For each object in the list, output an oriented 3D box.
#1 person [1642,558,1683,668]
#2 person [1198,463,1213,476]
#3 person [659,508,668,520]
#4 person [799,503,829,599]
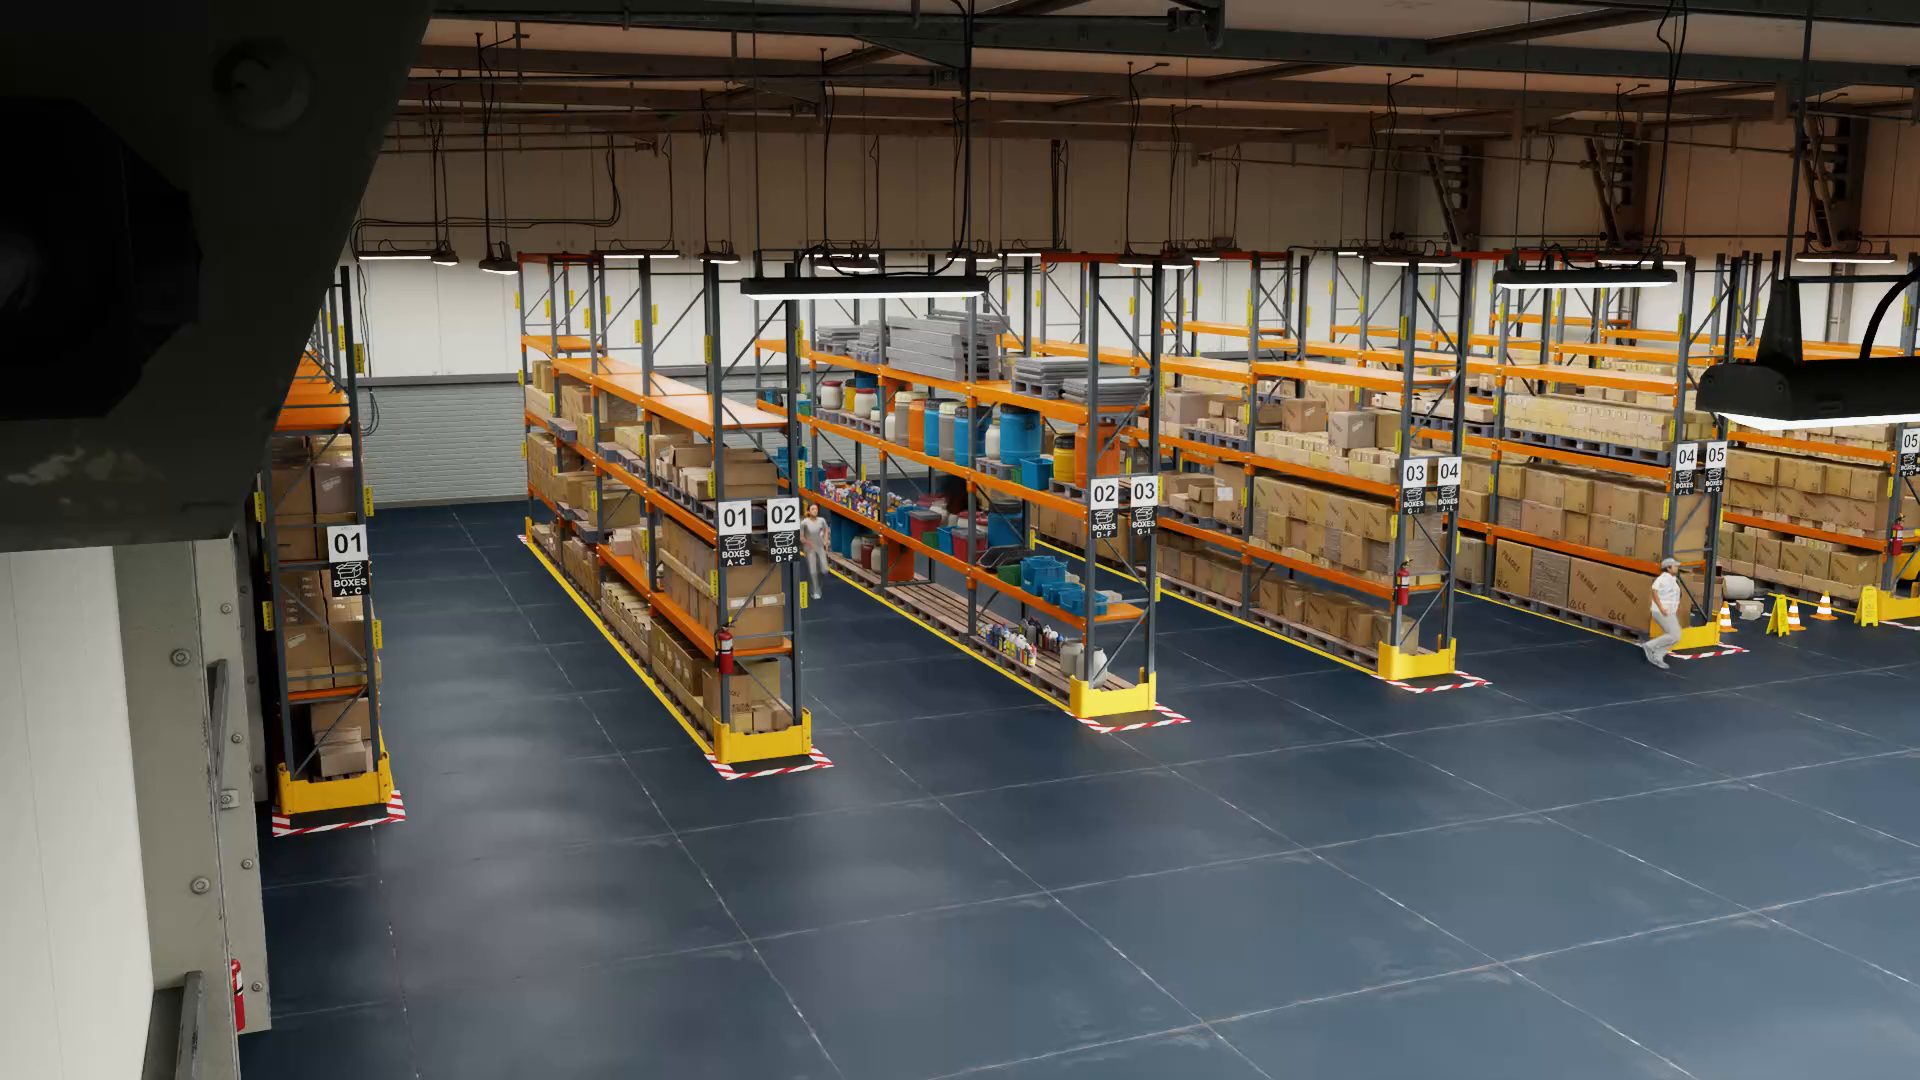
[{"bbox_3d":[10.505,1.083,24.776,0.520,1.609,0.632,6,12,28],"label":"person"},{"bbox_3d":[6.233,-2.321,42.664,0.891,1.788,0.688,-9,14,-42],"label":"person"},{"bbox_3d":[-5.978,-0.661,33.901,0.634,1.742,0.719,-7,12,-32],"label":"person"},{"bbox_3d":[-2.413,0.192,27.820,0.539,1.648,0.527,-4,11,-22],"label":"person"}]
